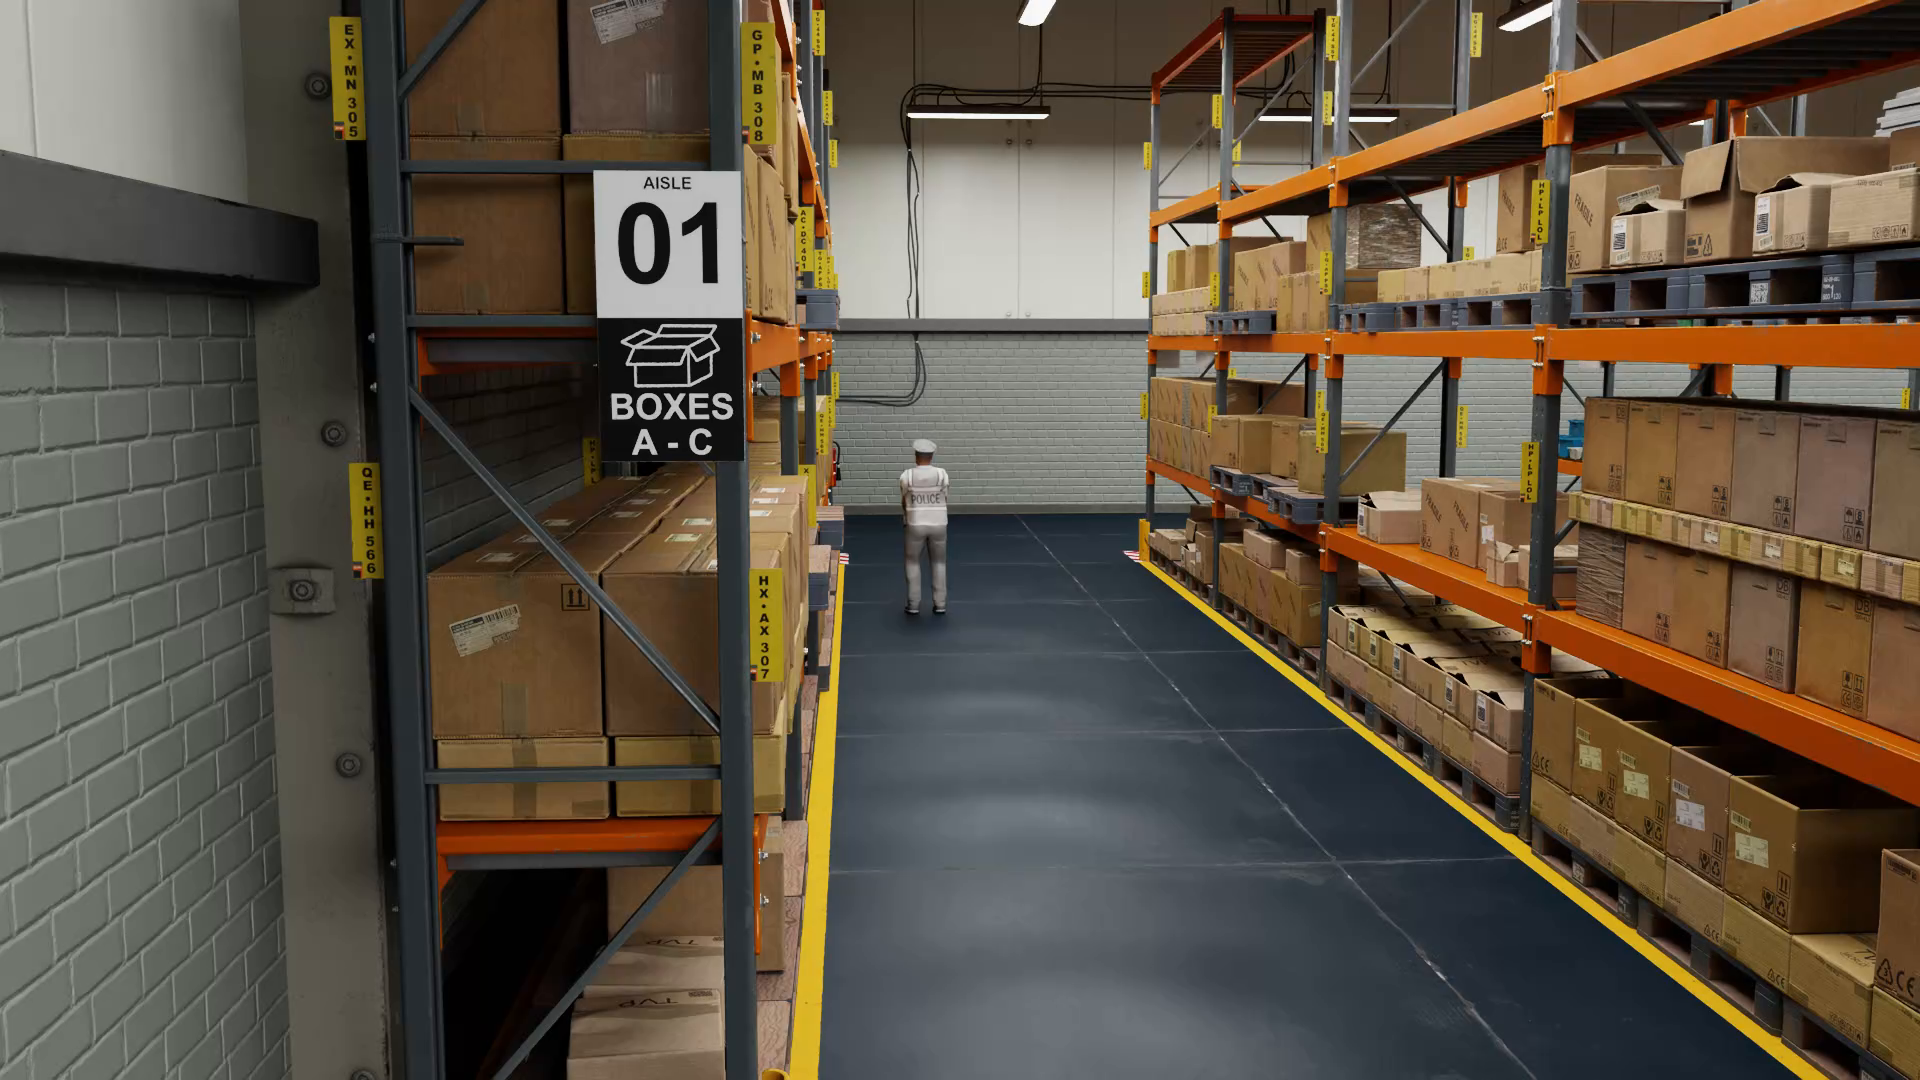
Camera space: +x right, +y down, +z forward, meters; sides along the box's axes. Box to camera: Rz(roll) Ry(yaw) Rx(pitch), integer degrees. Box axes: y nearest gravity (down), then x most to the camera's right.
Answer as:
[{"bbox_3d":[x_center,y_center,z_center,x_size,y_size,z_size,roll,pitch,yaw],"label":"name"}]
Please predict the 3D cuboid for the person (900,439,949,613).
[{"bbox_3d":[-0.375,-0.147,16.888,0.493,1.762,0.566,-1,7,-9],"label":"person"}]
